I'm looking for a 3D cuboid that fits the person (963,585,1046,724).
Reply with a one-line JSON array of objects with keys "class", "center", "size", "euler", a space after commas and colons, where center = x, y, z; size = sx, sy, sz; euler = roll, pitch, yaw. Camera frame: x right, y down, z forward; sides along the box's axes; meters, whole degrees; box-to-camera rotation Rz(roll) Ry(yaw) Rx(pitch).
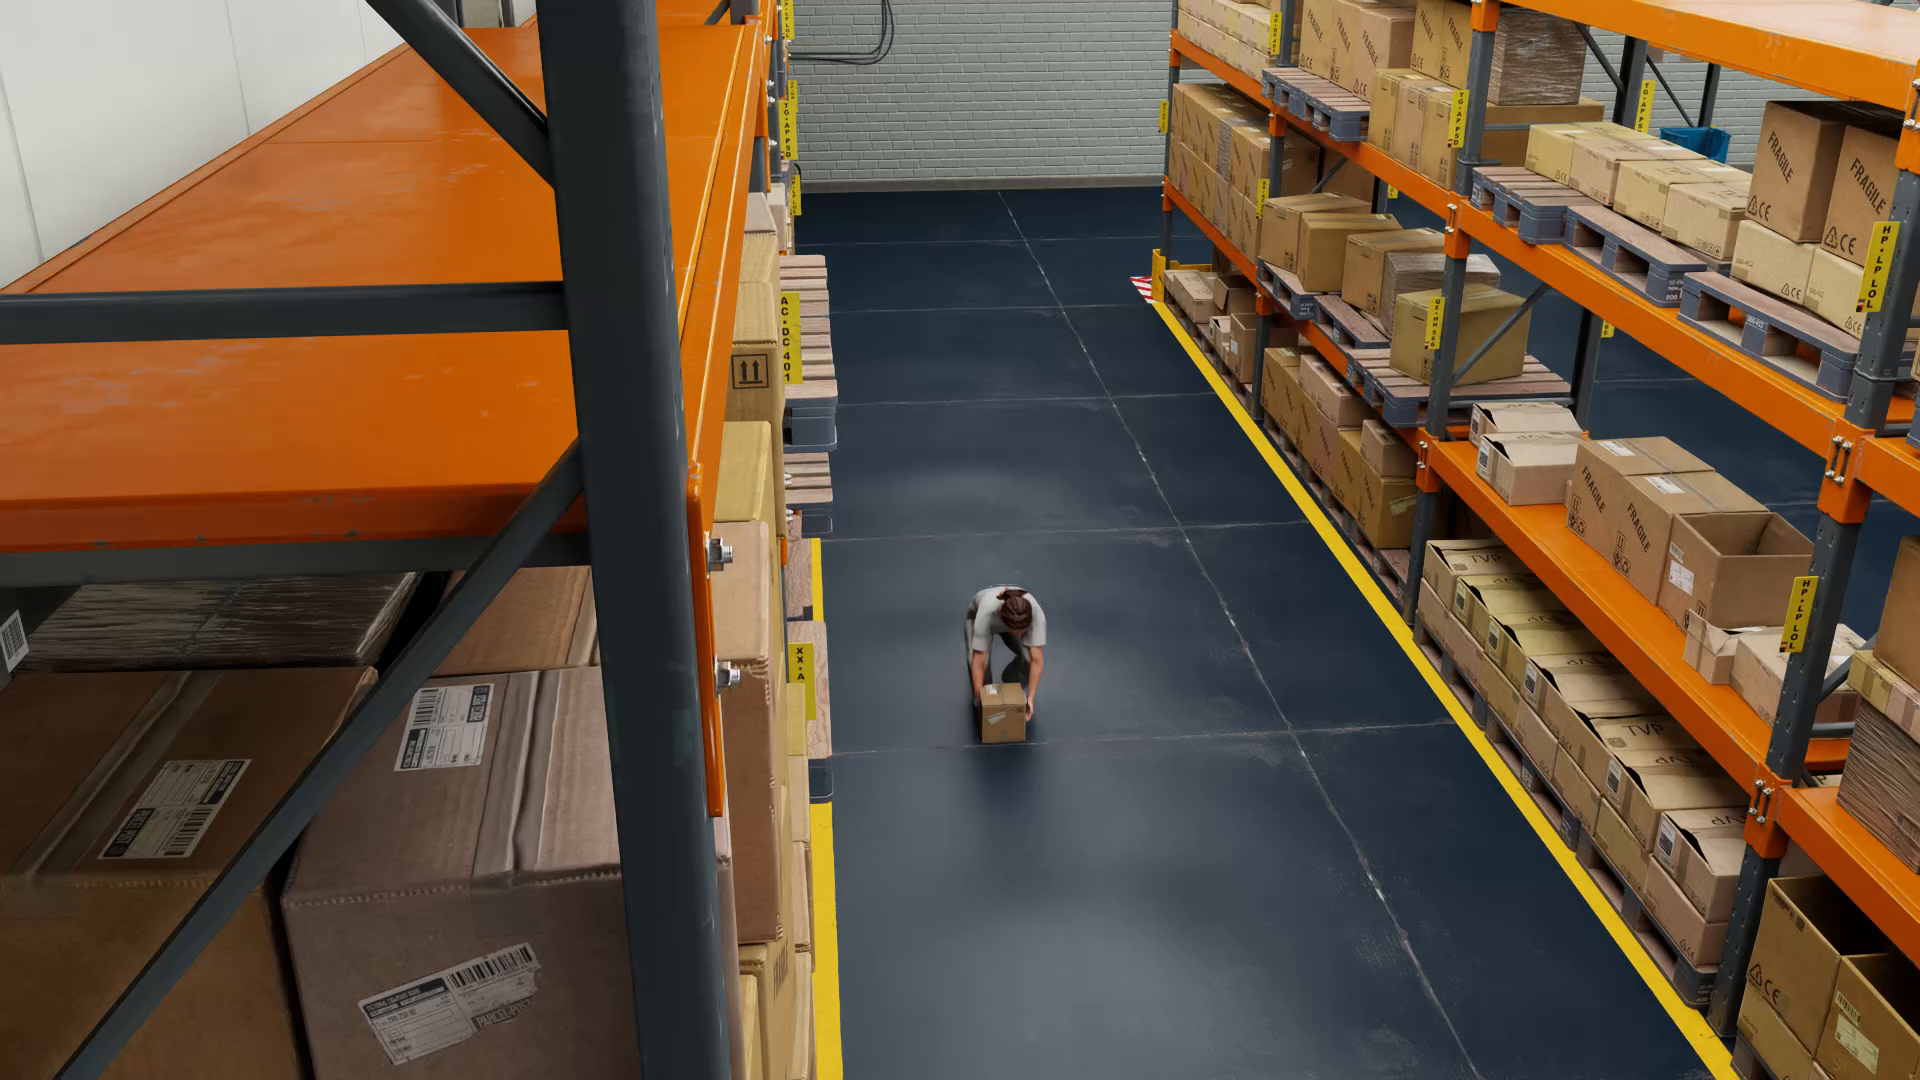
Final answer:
[{"class": "person", "center": [0.257, 0.594, 9.788], "size": [0.464, 0.846, 0.801], "euler": [-2, 24, -5]}]
